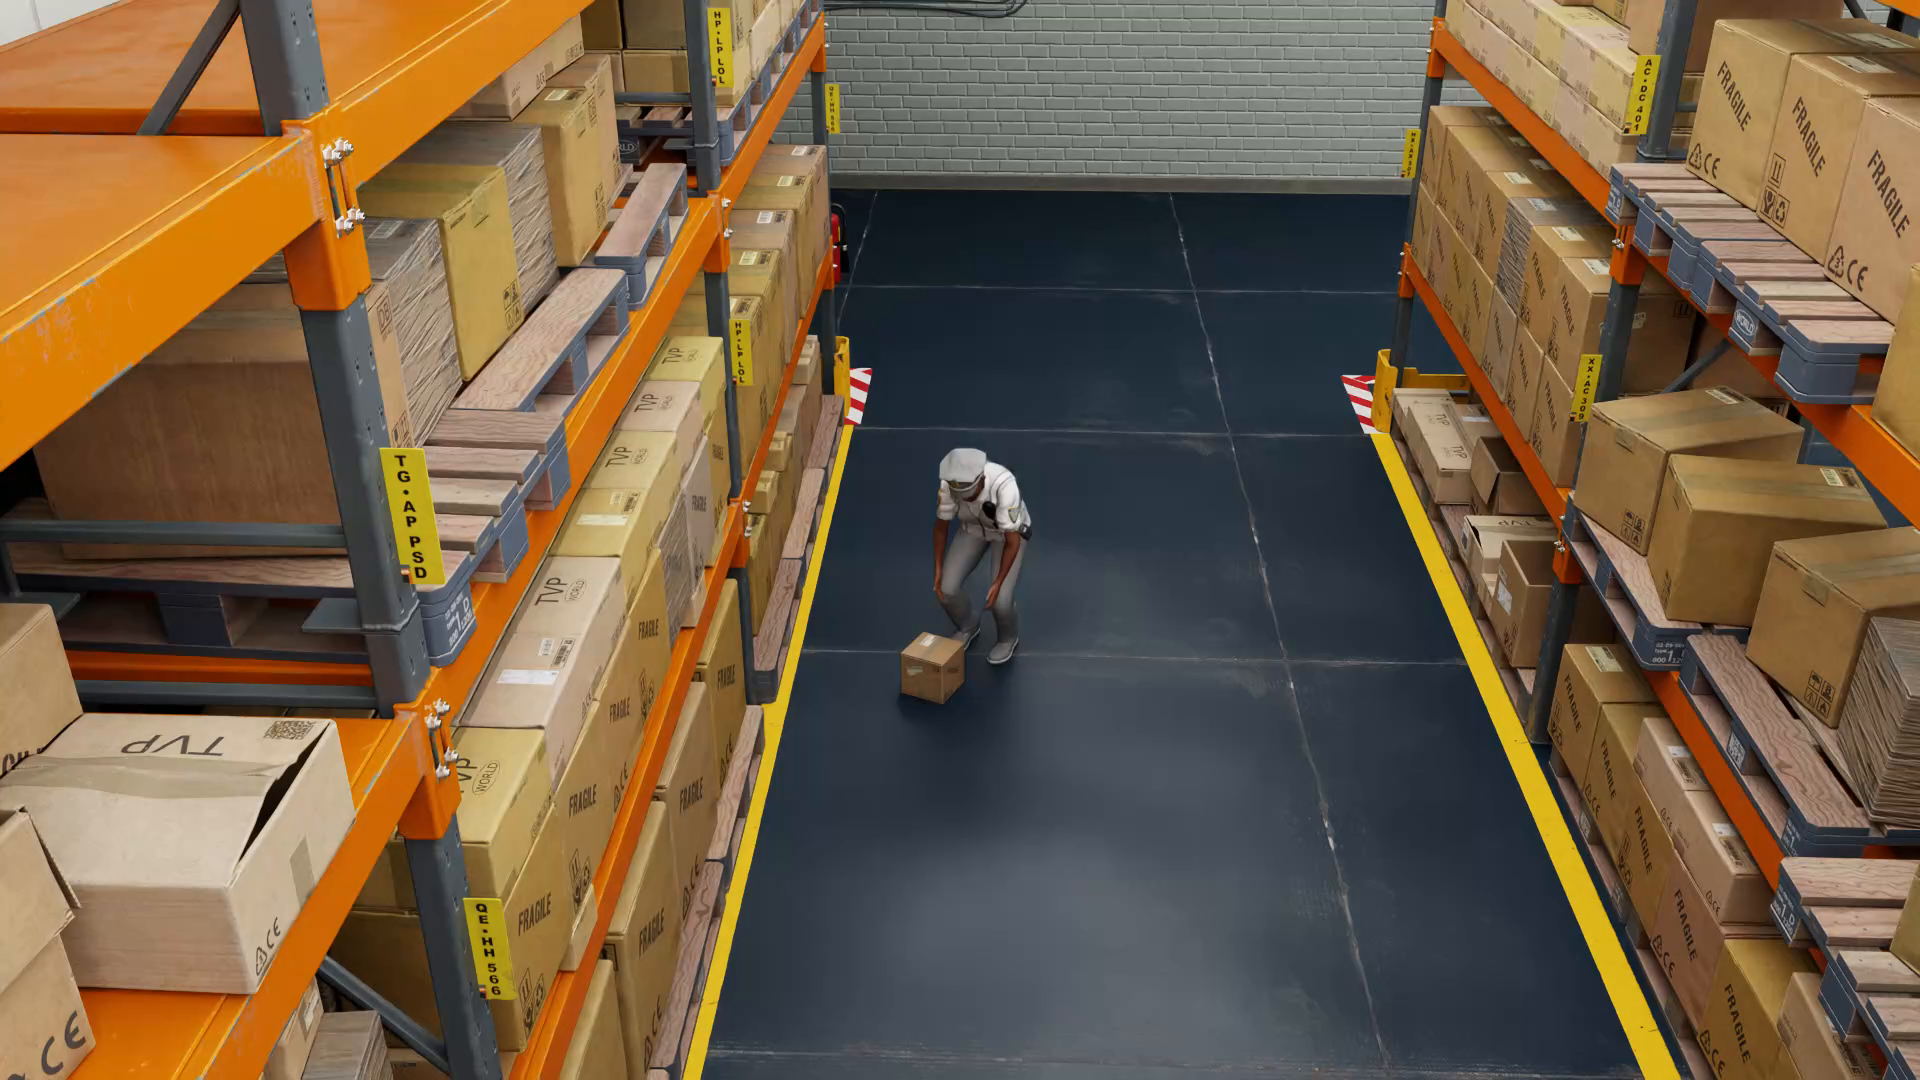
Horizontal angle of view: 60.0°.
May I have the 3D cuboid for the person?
[{"bbox_3d":[0.127,0.055,8.880,0.496,1.331,0.741,14,31,24],"label":"person"}]
